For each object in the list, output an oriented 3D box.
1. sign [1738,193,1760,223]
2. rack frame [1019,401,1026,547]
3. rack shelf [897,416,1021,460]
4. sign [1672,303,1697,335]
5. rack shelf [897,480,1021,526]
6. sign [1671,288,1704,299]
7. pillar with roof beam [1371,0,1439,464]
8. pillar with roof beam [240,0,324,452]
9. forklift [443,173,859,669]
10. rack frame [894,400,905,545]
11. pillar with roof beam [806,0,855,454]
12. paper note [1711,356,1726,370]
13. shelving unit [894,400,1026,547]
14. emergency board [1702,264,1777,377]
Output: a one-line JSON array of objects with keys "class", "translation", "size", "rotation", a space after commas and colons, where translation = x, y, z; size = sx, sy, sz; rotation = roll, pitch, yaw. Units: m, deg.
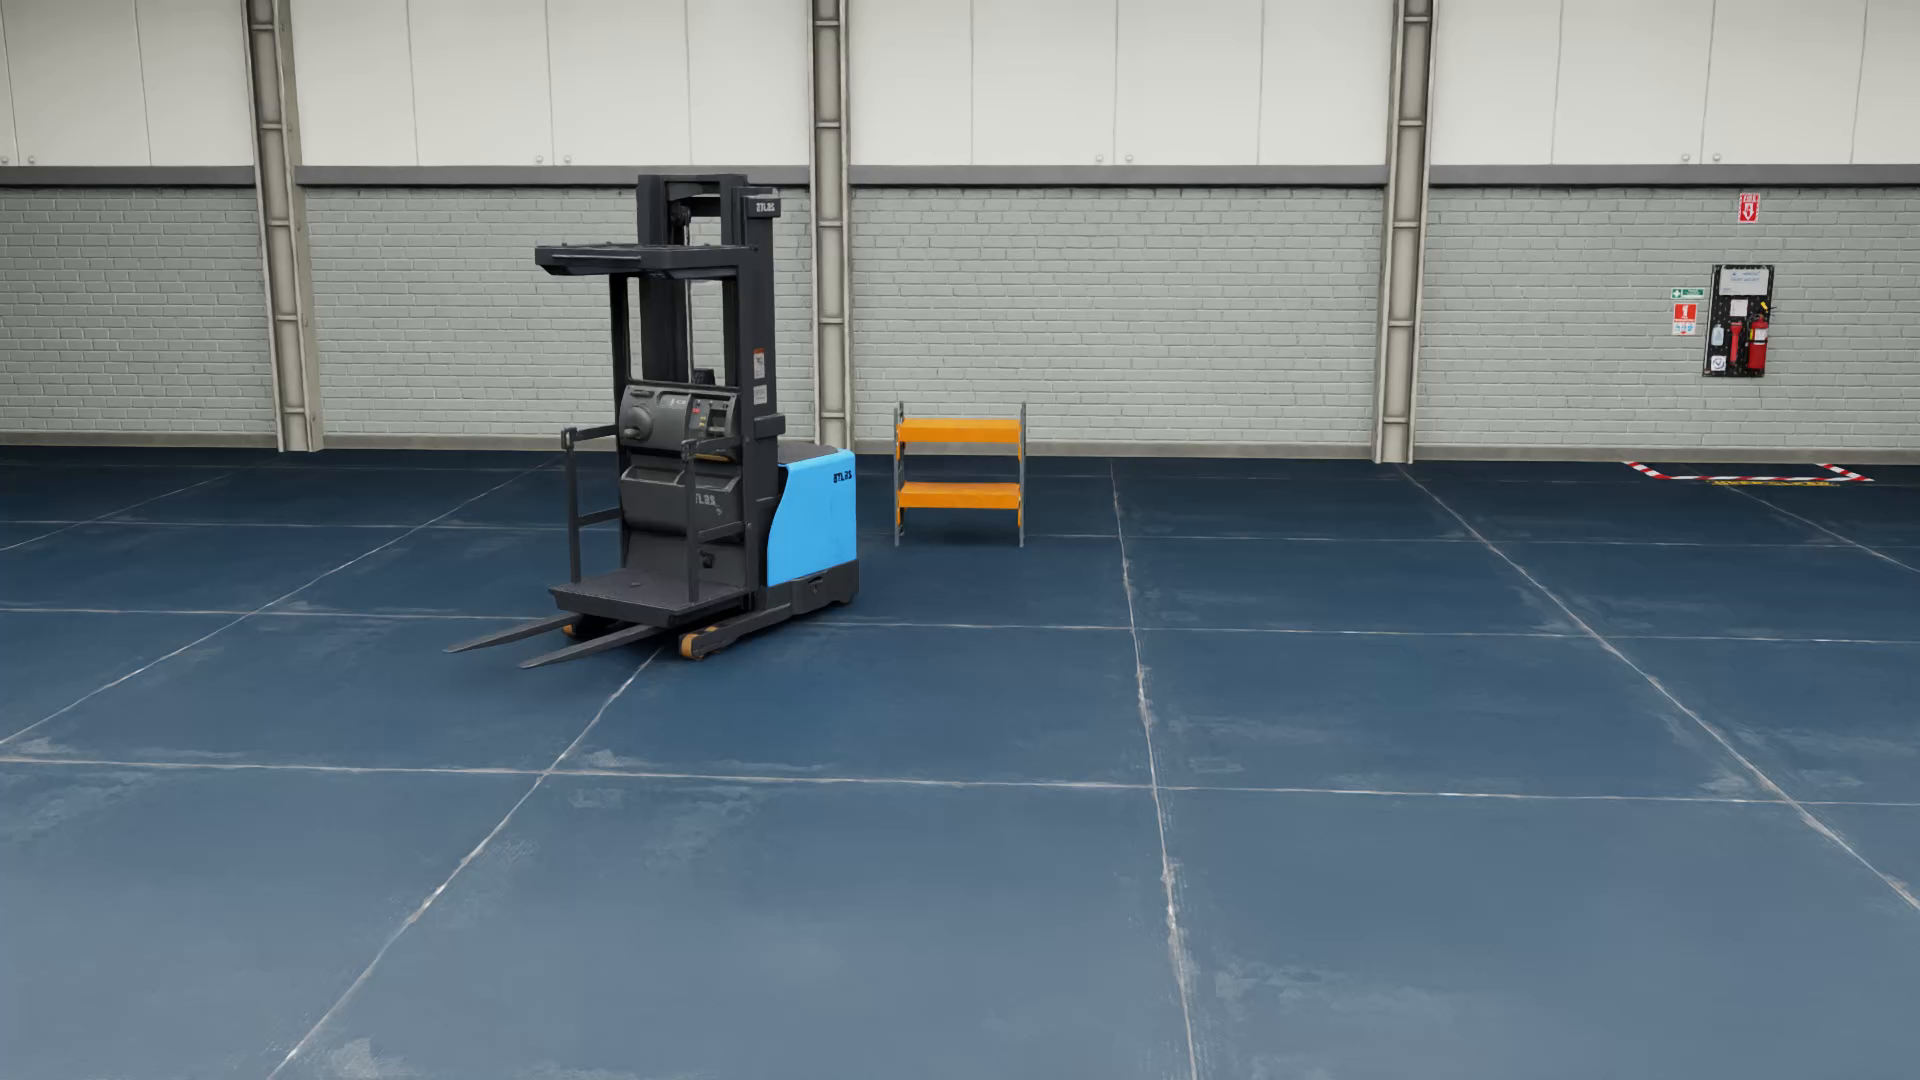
[{"class": "sign", "translation": [8.140, -3.426, 17.158], "size": [0.199, 0.298, 0.001], "rotation": [1, 12, 4]}, {"class": "rack frame", "translation": [0.514, -0.544, 13.619], "size": [0.032, 1.125, 0.500], "rotation": [1, 12, 4]}, {"class": "rack shelf", "translation": [0.007, -0.837, 13.593], "size": [1.000, 0.278, 0.538], "rotation": [1, 12, 4]}, {"class": "sign", "translation": [7.596, -2.317, 17.431], "size": [0.234, 0.329, 0.001], "rotation": [1, 12, 4]}, {"class": "rack shelf", "translation": [0.007, -0.311, 13.703], "size": [1.000, 0.278, 0.538], "rotation": [1, 12, 4]}, {"class": "sign", "translation": [7.600, -2.574, 17.367], "size": [0.331, 0.109, 0.001], "rotation": [1, 12, 4]}, {"class": "pillar with roof beam", "translation": [4.330, -4.368, 12.672], "size": [0.400, 9.000, 9.100], "rotation": [1, 12, 4]}, {"class": "pillar with roof beam", "translation": [-7.643, -4.532, 13.457], "size": [0.400, 9.000, 9.100], "rotation": [1, 12, 4]}, {"class": "forklift", "translation": [-1.912, -0.803, 10.447], "size": [1.130, 2.935, 3.031], "rotation": [7, 14, 31]}, {"class": "rack frame", "translation": [-0.500, -0.557, 13.686], "size": [0.032, 1.125, 0.500], "rotation": [1, 12, 4]}, {"class": "pillar with roof beam", "translation": [-1.656, -4.450, 13.065], "size": [0.400, 9.000, 9.100], "rotation": [1, 12, 4]}, {"class": "paper note", "translation": [7.969, -1.856, 17.466], "size": [0.142, 0.148, 0.016], "rotation": [1, 12, 4]}, {"class": "shelving unit", "translation": [0.007, -0.550, 13.652], "size": [1.048, 1.125, 0.538], "rotation": [1, 12, 4]}, {"class": "emergency board", "translation": [8.141, -2.271, 17.297], "size": [0.643, 1.169, 0.194], "rotation": [1, 12, 4]}]
